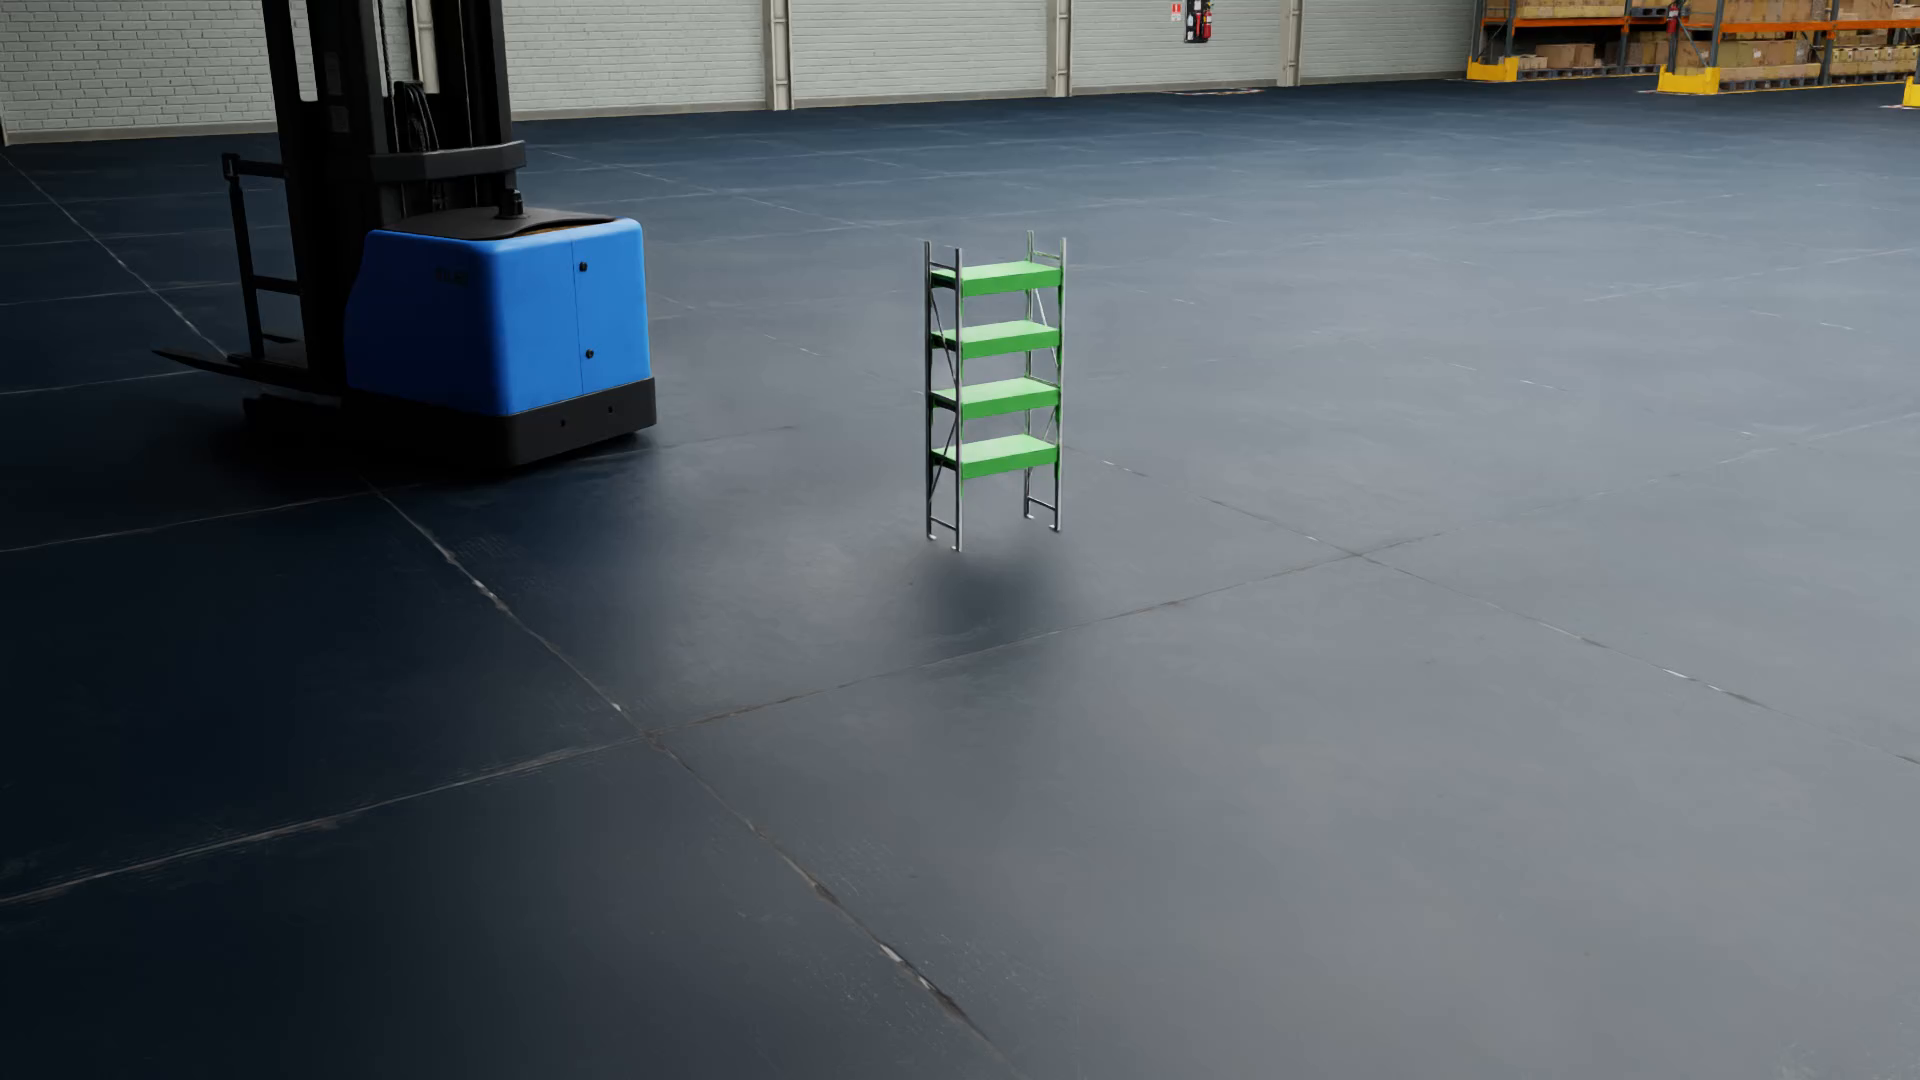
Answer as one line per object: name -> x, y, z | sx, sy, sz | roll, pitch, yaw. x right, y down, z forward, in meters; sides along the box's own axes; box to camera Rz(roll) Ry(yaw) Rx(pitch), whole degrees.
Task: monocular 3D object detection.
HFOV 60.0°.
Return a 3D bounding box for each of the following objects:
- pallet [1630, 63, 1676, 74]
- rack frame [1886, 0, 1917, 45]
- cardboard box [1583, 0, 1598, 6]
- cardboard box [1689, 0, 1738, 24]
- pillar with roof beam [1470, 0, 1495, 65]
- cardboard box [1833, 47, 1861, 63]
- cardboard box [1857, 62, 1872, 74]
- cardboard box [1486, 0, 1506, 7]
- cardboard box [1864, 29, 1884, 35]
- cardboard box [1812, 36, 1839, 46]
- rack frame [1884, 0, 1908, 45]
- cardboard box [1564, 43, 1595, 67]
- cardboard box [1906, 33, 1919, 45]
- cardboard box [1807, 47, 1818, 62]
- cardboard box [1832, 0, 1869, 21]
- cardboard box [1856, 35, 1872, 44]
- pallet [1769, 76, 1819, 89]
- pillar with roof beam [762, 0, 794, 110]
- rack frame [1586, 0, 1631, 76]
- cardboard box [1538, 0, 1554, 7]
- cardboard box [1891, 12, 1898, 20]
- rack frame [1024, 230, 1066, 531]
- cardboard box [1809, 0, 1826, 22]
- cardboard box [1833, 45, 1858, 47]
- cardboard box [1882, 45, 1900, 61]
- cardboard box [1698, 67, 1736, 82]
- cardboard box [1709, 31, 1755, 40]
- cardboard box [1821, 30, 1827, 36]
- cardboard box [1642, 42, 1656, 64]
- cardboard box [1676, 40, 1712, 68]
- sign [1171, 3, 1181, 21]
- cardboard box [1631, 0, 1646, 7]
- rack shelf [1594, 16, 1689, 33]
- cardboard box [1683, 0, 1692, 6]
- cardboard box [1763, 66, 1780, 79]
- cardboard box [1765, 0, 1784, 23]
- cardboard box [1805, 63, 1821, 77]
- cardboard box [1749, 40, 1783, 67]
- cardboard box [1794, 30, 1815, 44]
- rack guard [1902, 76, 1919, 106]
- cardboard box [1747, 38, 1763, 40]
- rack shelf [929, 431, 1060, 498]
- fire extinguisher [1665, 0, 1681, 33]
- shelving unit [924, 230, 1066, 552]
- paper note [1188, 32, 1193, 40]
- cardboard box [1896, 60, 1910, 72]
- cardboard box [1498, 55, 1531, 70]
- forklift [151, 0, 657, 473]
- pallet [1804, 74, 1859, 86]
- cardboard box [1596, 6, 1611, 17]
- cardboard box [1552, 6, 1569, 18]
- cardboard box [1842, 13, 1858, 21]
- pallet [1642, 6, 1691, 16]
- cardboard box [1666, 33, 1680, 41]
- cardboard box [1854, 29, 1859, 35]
pallet -> 16.821, -11.433, 40.234 | 1.213, 0.211, 1.003 | -12, 22, -31
rack frame -> 21.220, -11.781, 36.908 | 0.127, 3.000, 1.000 | -12, 22, -31
cardboard box -> 14.087, -12.353, 37.632 | 0.500, 0.500, 0.500 | -13, 22, -33
cardboard box -> 14.935, -10.498, 32.957 | 0.500, 0.500, 0.700 | -12, 22, -31
pillar with roof beam -> 14.287, -13.741, 33.339 | 0.400, 9.000, 9.100 | -12, 22, -31
cardboard box -> 18.782, -10.331, 35.382 | 0.500, 0.311, 0.500 | -12, 22, -32
cardboard box -> 19.211, -10.159, 35.748 | 0.500, 0.250, 0.500 | -13, 22, -33
cardboard box -> 12.088, -12.130, 36.972 | 0.500, 0.500, 0.500 | -12, 22, -32
cardboard box -> 24.424, -13.570, 44.434 | 0.250, 0.149, 0.380 | -11, 22, -30
cardboard box -> 22.514, -12.929, 43.551 | 0.500, 0.500, 0.700 | -12, 22, -31
rack frame -> 25.174, -14.514, 44.993 | 0.127, 3.000, 1.000 | -12, 22, -31
cardboard box -> 14.307, -11.231, 38.499 | 0.500, 0.500, 0.500 | -14, 23, -35
cardboard box -> 21.917, -11.399, 37.823 | 0.500, 0.250, 0.500 | -11, 22, -29
cardboard box -> 18.060, -10.386, 35.545 | 0.500, 0.311, 0.500 | -12, 22, -31
cardboard box -> 18.970, -11.347, 35.469 | 0.500, 0.500, 0.500 | -10, 21, -28
cardboard box -> 23.807, -13.202, 44.359 | 0.500, 0.500, 0.700 | -13, 22, -33
pallet -> 17.192, -9.626, 34.889 | 1.213, 0.211, 1.003 | -12, 22, -31
pillar with roof beam -> -0.746, -10.571, 23.961 | 0.400, 9.000, 9.100 | -12, 22, -31
rack frame -> 15.152, -12.401, 38.741 | 0.127, 3.000, 1.000 | -12, 22, -31
cardboard box -> 12.793, -12.078, 36.818 | 0.500, 0.500, 0.500 | -12, 22, -31
cardboard box -> 20.186, -11.422, 36.239 | 0.250, 0.149, 0.380 | -10, 21, -27
rack frame -> 0.342, -0.641, 6.766 | 0.015, 1.200, 0.240 | -12, 22, -31
cardboard box -> 17.512, -11.044, 34.572 | 0.500, 0.500, 0.700 | -13, 22, -33
cardboard box -> 19.331, -10.654, 36.338 | 0.500, 0.311, 0.500 | -12, 22, -32
cardboard box -> 20.064, -10.603, 36.187 | 0.500, 0.311, 0.500 | -12, 22, -32
cardboard box -> 15.109, -9.303, 33.216 | 0.500, 0.250, 0.500 | -12, 22, -31
cardboard box -> 19.179, -12.380, 41.382 | 0.750, 0.750, 0.750 | -12, 22, -32
cardboard box -> 22.942, -13.404, 43.942 | 0.250, 0.149, 0.380 | -13, 22, -33
cardboard box -> 16.161, -11.663, 39.777 | 0.500, 0.500, 0.700 | -12, 22, -32
cardboard box -> 14.823, -9.797, 33.508 | 0.500, 0.500, 0.500 | -12, 22, -31
sign -> 4.305, -10.516, 33.111 | 0.234, 0.329, 0.001 | -12, 22, -31
cardboard box -> 15.595, -12.737, 38.893 | 0.500, 0.500, 0.700 | -12, 22, -31
rack shelf -> 16.822, -12.412, 39.898 | 4.000, 0.370, 1.077 | -12, 22, -31
cardboard box -> 17.077, -13.050, 39.819 | 0.500, 0.500, 0.700 | -12, 22, -31
cardboard box -> 16.362, -9.567, 33.996 | 0.500, 0.250, 0.500 | -12, 22, -31
cardboard box -> 16.227, -10.771, 33.766 | 0.500, 0.500, 0.700 | -11, 22, -30
cardboard box -> 17.612, -9.832, 34.782 | 0.500, 0.250, 0.500 | -12, 22, -31
cardboard box -> 16.363, -9.922, 33.876 | 0.500, 0.500, 0.500 | -12, 22, -31
cardboard box -> 21.362, -12.841, 42.745 | 0.750, 0.750, 0.750 | -12, 22, -31
rack guard -> 17.297, -7.888, 29.296 | 0.348, 0.500, 1.175 | -12, 22, -31
cardboard box -> 16.485, -10.154, 34.562 | 0.500, 0.500, 0.500 | -12, 22, -31
rack shelf -> 0.138, -0.310, 6.736 | 0.480, 0.148, 0.258 | -12, 22, -31
fire extinguisher -> 14.184, -10.438, 33.058 | 0.183, 0.674, 0.296 | -12, 22, -31
shelving unit -> 0.138, -0.598, 6.639 | 0.503, 1.200, 0.258 | -12, 22, -31
paper note -> 4.638, -10.139, 33.426 | 0.142, 0.148, 0.016 | -12, 22, -31
cardboard box -> 20.486, -10.427, 36.543 | 0.500, 0.250, 0.500 | -12, 22, -32
cardboard box -> 12.438, -10.728, 37.307 | 0.500, 0.311, 0.500 | -15, 24, -37
forklift -> -3.007, -2.040, 8.202 | 3.031, 2.935, 1.130 | 12, 22, 32
pallet -> 18.473, -9.895, 35.685 | 1.213, 0.211, 1.003 | -12, 22, -31
cardboard box -> 14.502, -12.089, 38.022 | 0.500, 0.250, 0.500 | -12, 22, -31
cardboard box -> 13.248, -11.819, 37.223 | 0.500, 0.250, 0.500 | -12, 22, -32
cardboard box -> 18.732, -11.059, 35.164 | 0.250, 0.149, 0.380 | -12, 22, -31
pallet -> 16.862, -12.655, 39.792 | 1.213, 0.211, 1.003 | -12, 22, -31
cardboard box -> 16.982, -12.168, 40.099 | 0.500, 0.250, 0.500 | -12, 22, -32
cardboard box -> 23.795, -13.583, 44.474 | 0.250, 0.149, 0.380 | -12, 22, -31
